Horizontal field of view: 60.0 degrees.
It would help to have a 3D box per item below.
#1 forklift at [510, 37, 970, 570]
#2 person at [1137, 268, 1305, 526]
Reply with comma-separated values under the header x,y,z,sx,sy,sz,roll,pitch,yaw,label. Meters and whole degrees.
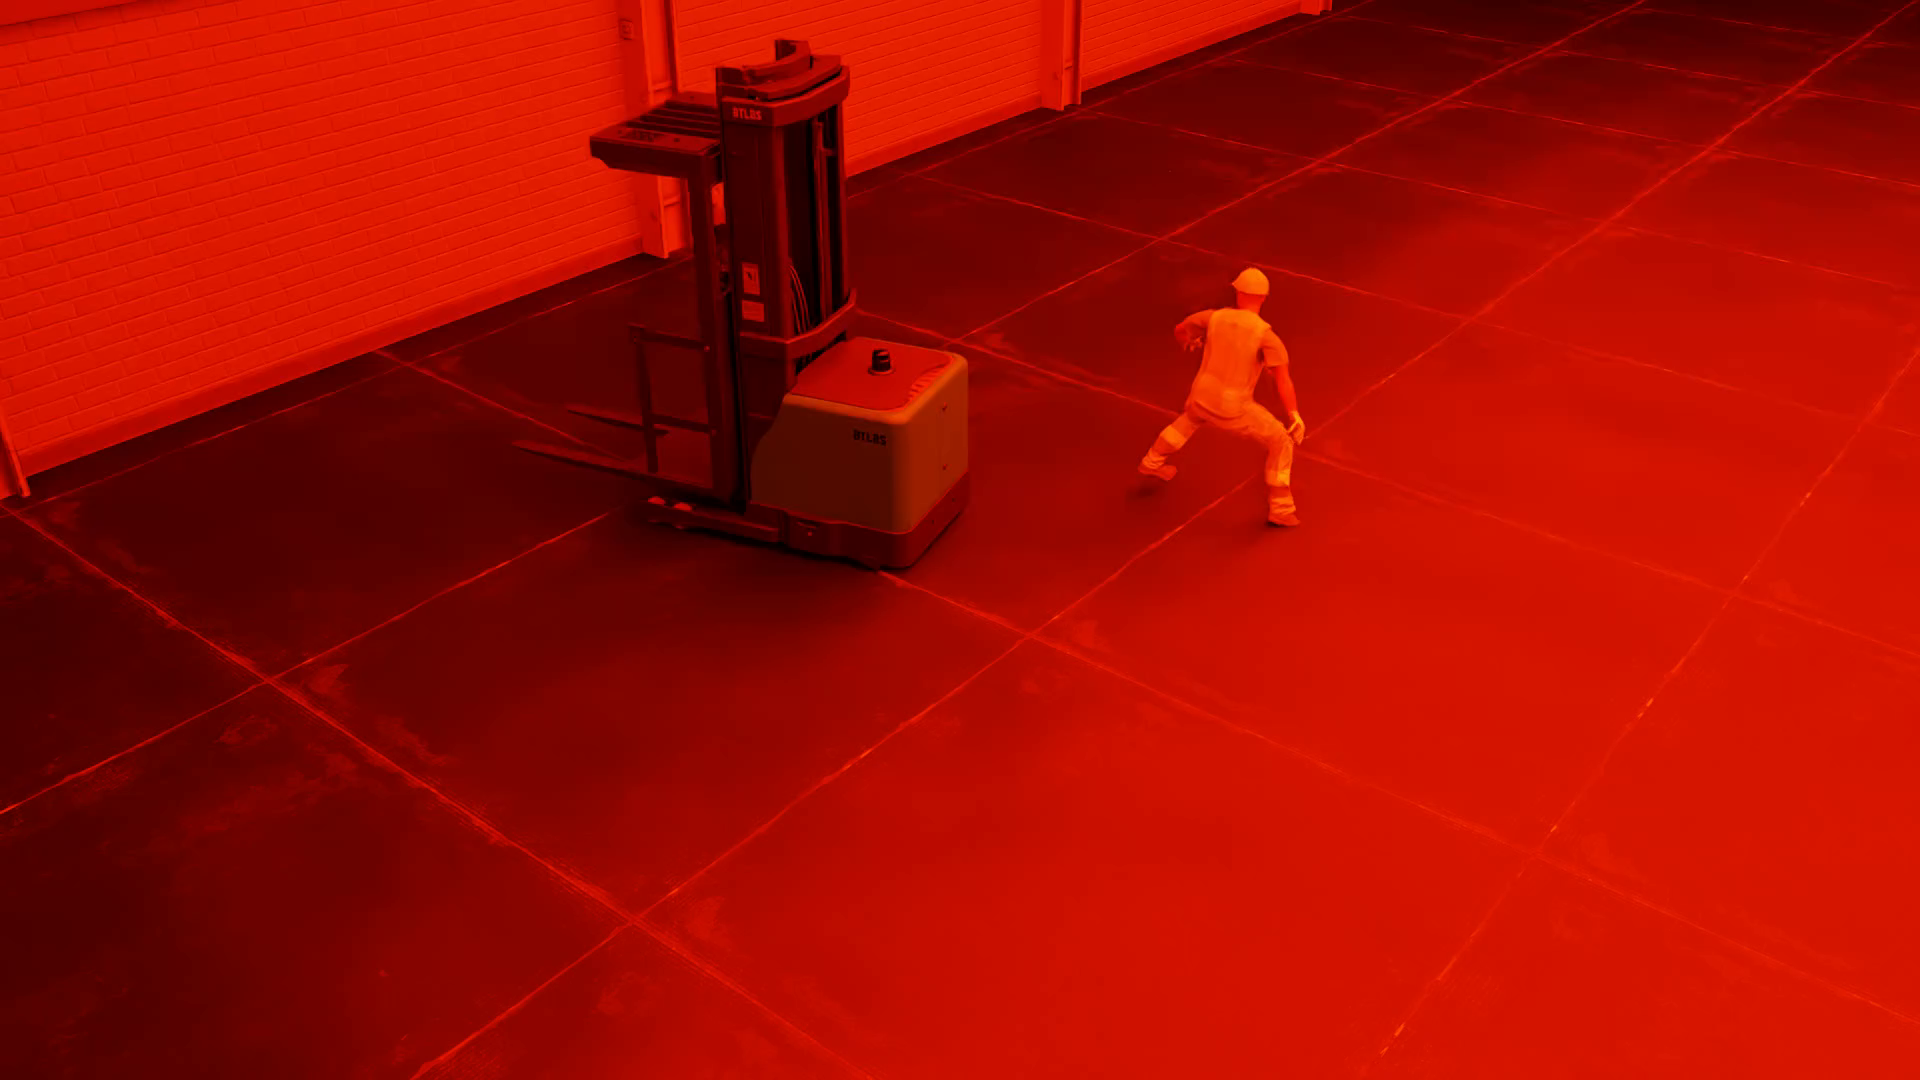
x,y,z,sx,sy,sz,roll,pitch,yaw,label
-1.500,-1.565,10.274,3.031,2.935,1.130,12,32,20,forklift
1.761,-0.864,10.448,0.560,1.684,1.200,-26,39,-37,person
